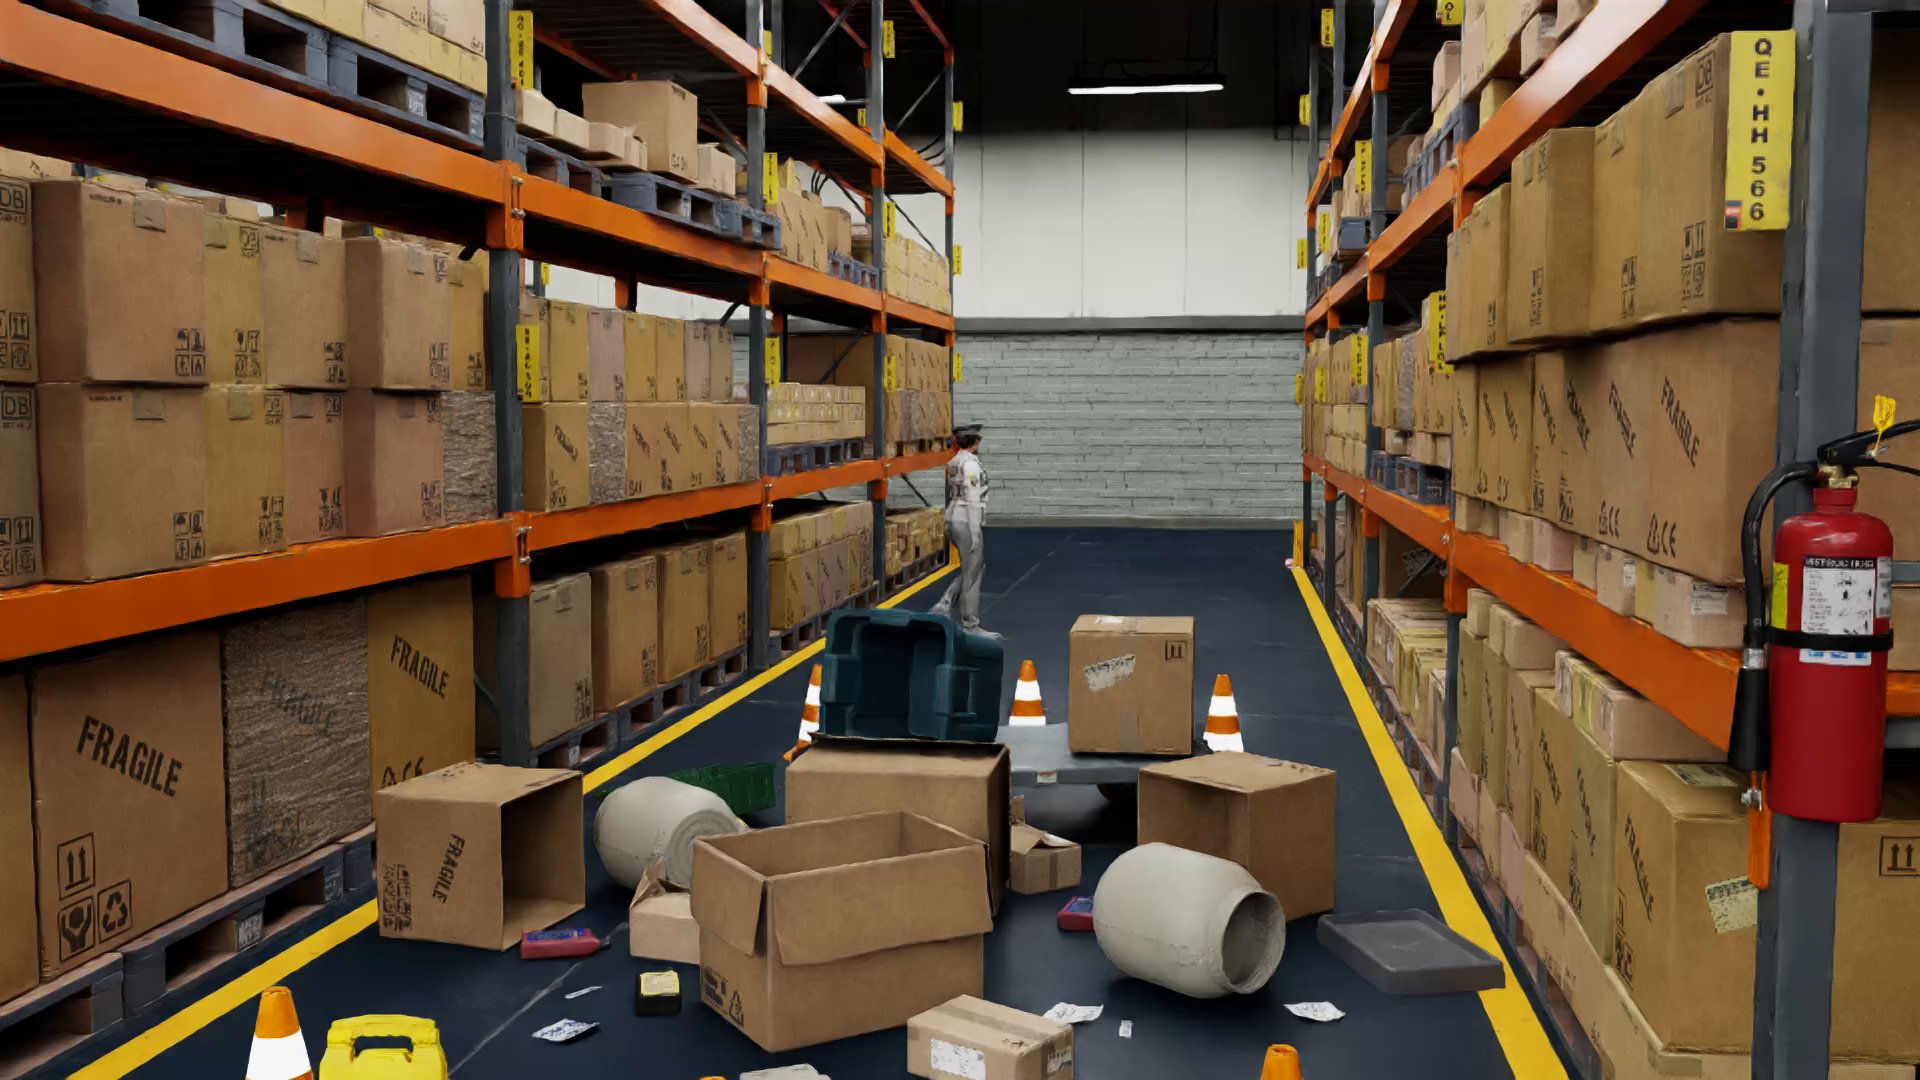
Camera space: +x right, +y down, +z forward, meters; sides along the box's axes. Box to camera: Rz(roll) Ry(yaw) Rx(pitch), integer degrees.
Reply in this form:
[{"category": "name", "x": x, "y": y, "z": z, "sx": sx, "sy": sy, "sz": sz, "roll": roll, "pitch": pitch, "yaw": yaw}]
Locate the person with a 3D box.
[{"category": "person", "x": 1.337, "y": -1.312, "z": 13.422, "sx": 14.602, "sy": 2.357, "sz": 18.042, "roll": -2, "pitch": 5, "yaw": -18}]
